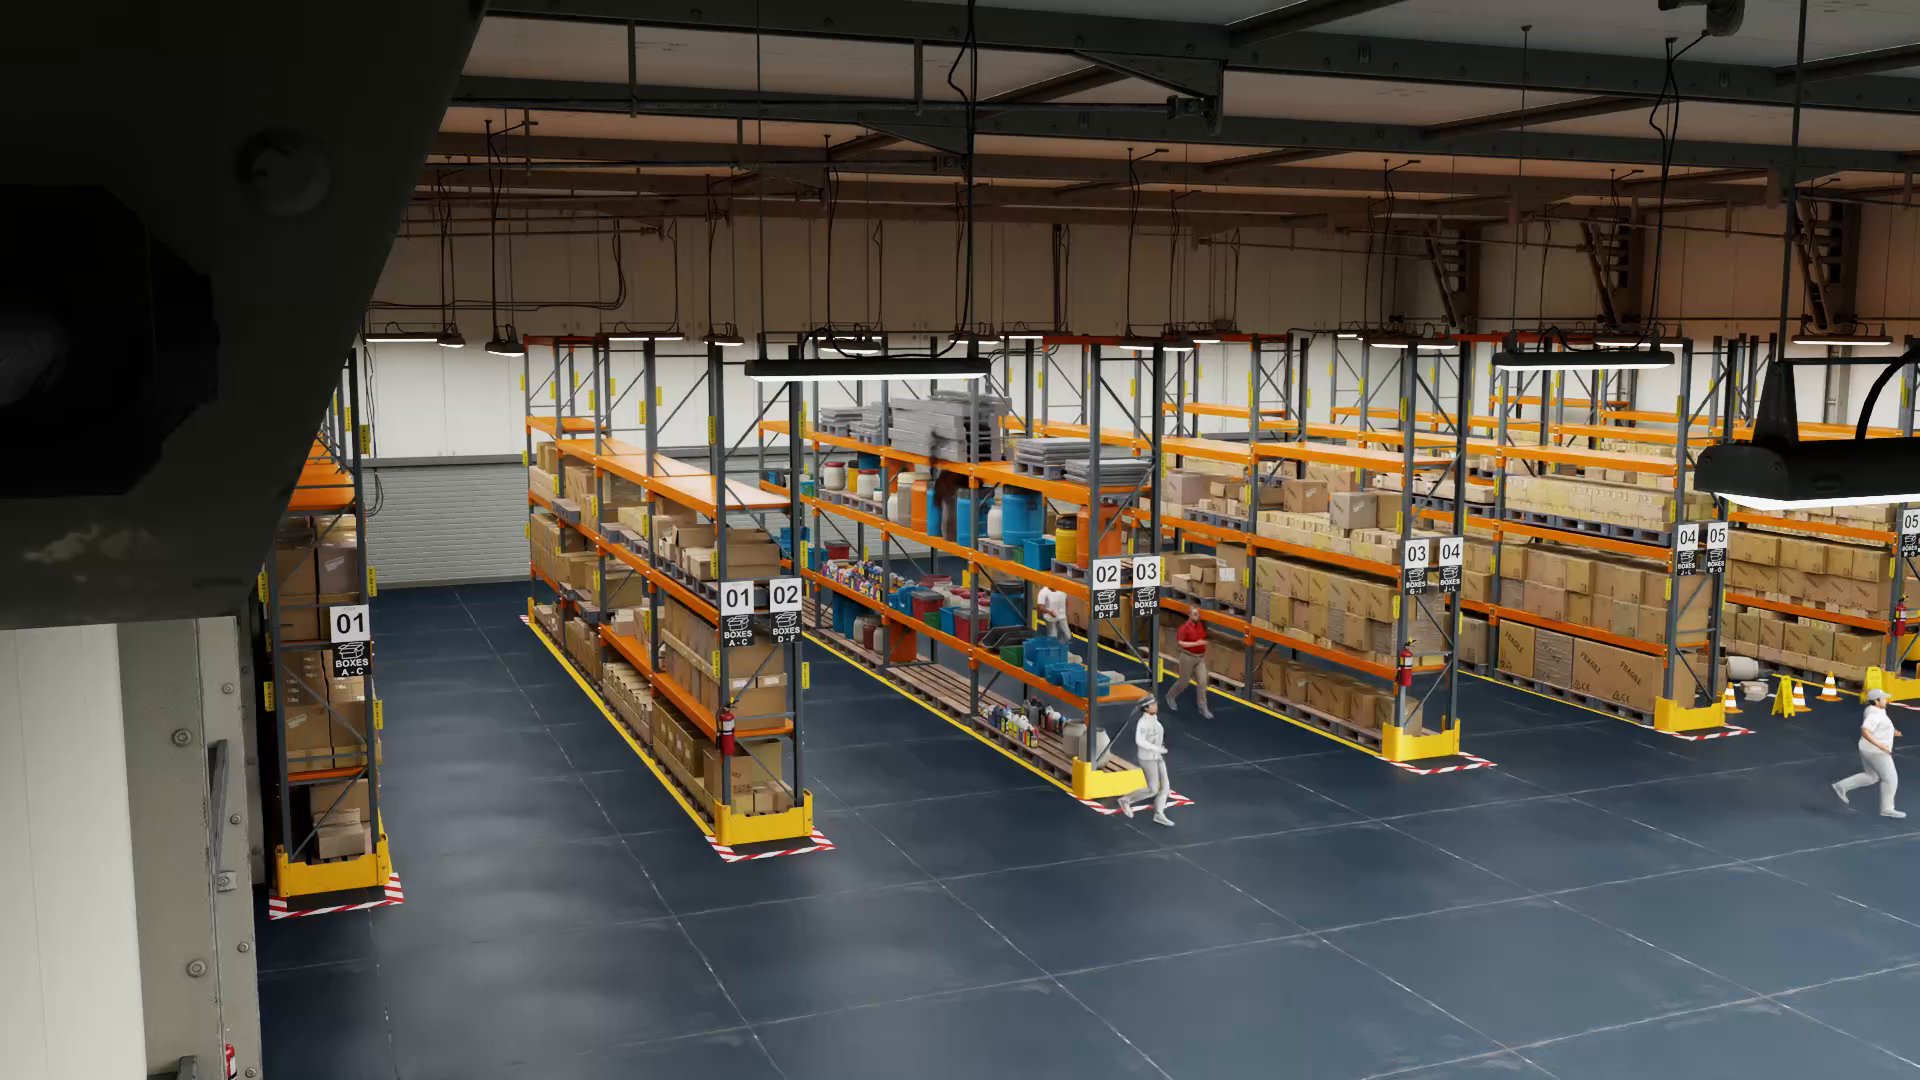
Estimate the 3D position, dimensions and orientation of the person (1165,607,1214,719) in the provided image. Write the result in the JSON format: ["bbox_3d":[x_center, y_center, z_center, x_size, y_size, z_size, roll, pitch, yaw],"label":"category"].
[{"bbox_3d":[3.683,1.929,26.580,0.673,1.740,0.942,-5,9,-35],"label":"person"}]

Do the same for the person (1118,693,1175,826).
[{"bbox_3d":[2.347,2.749,20.862,0.712,1.702,0.630,3,8,21],"label":"person"}]

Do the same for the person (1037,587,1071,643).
[{"bbox_3d":[1.753,1.444,30.348,0.712,1.737,0.653,-3,8,-23],"label":"person"}]

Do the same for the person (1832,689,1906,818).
[{"bbox_3d":[11.664,2.703,21.252,0.842,1.635,0.621,3,8,19],"label":"person"}]
